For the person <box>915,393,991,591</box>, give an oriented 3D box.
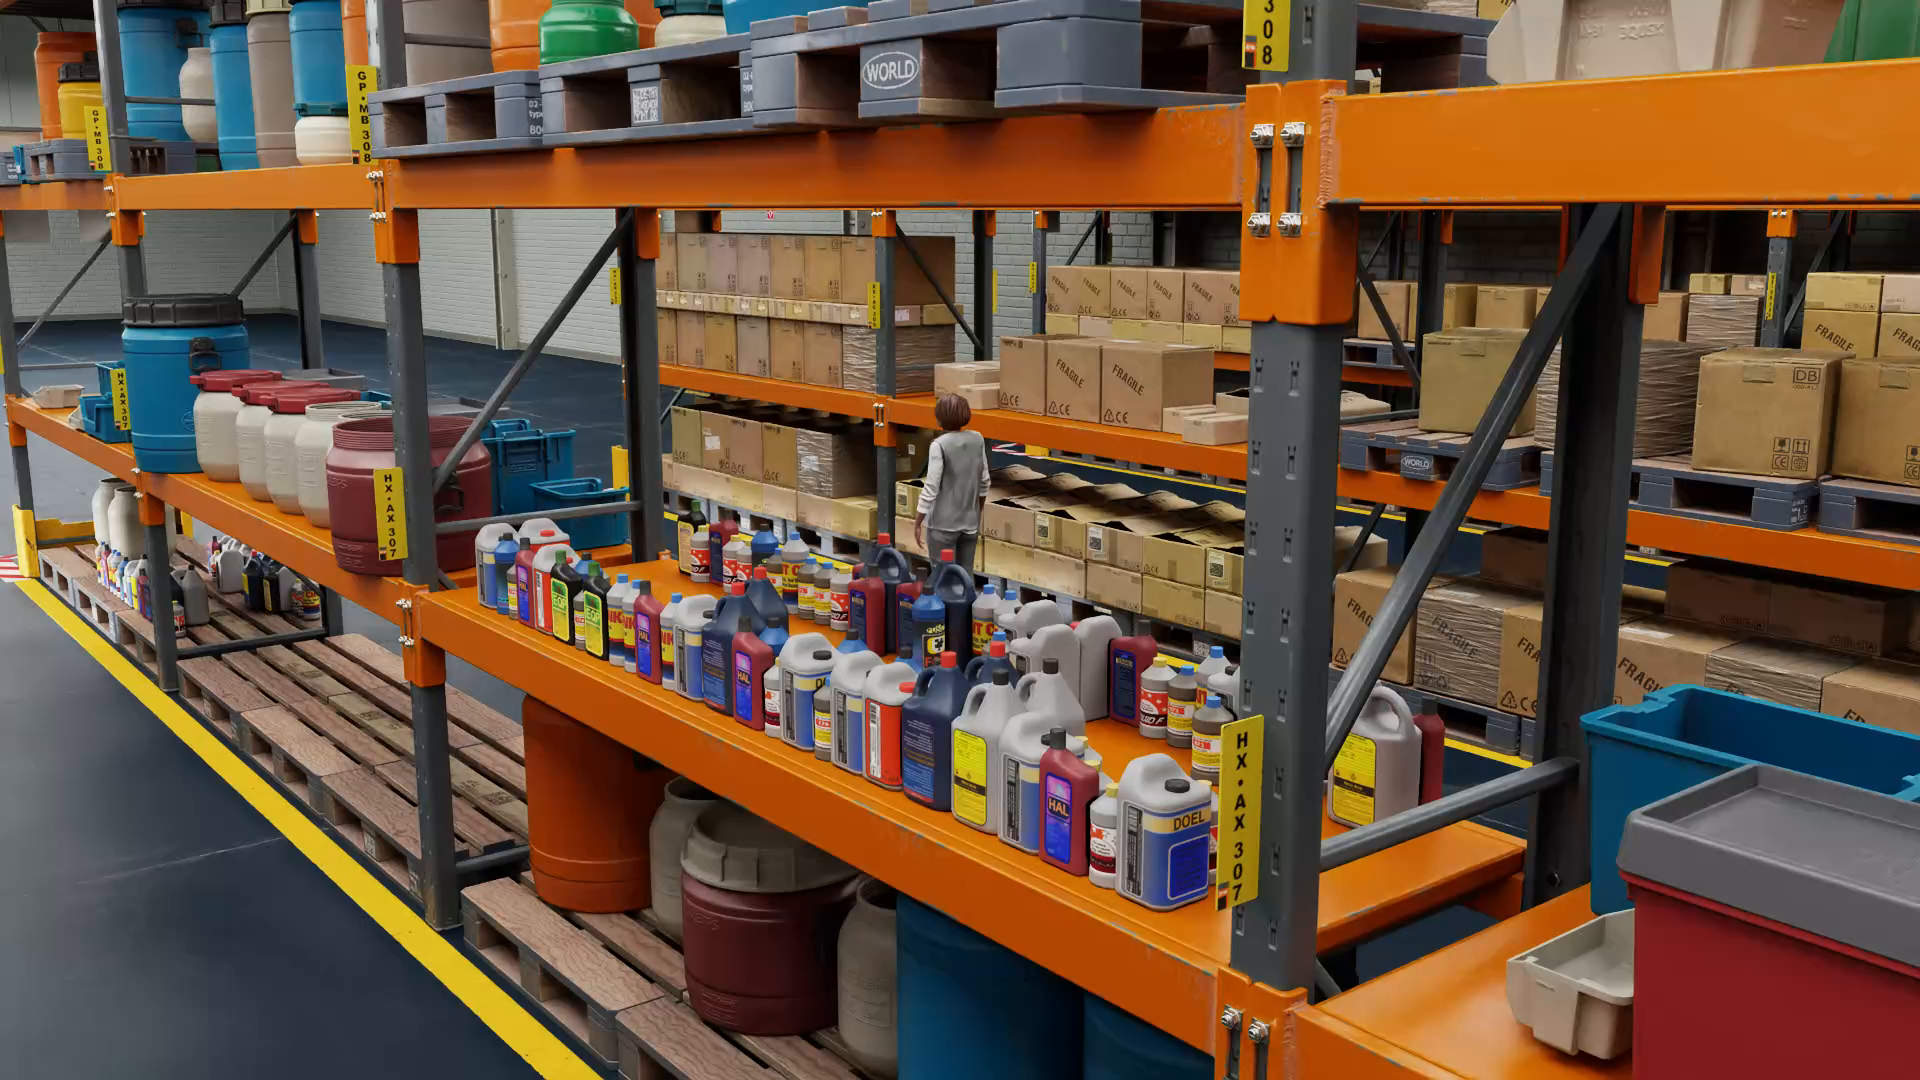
[{"bbox_3d":[-0.085,-0.090,9.874,0.521,1.600,0.472,-9,14,-37],"label":"person"}]
